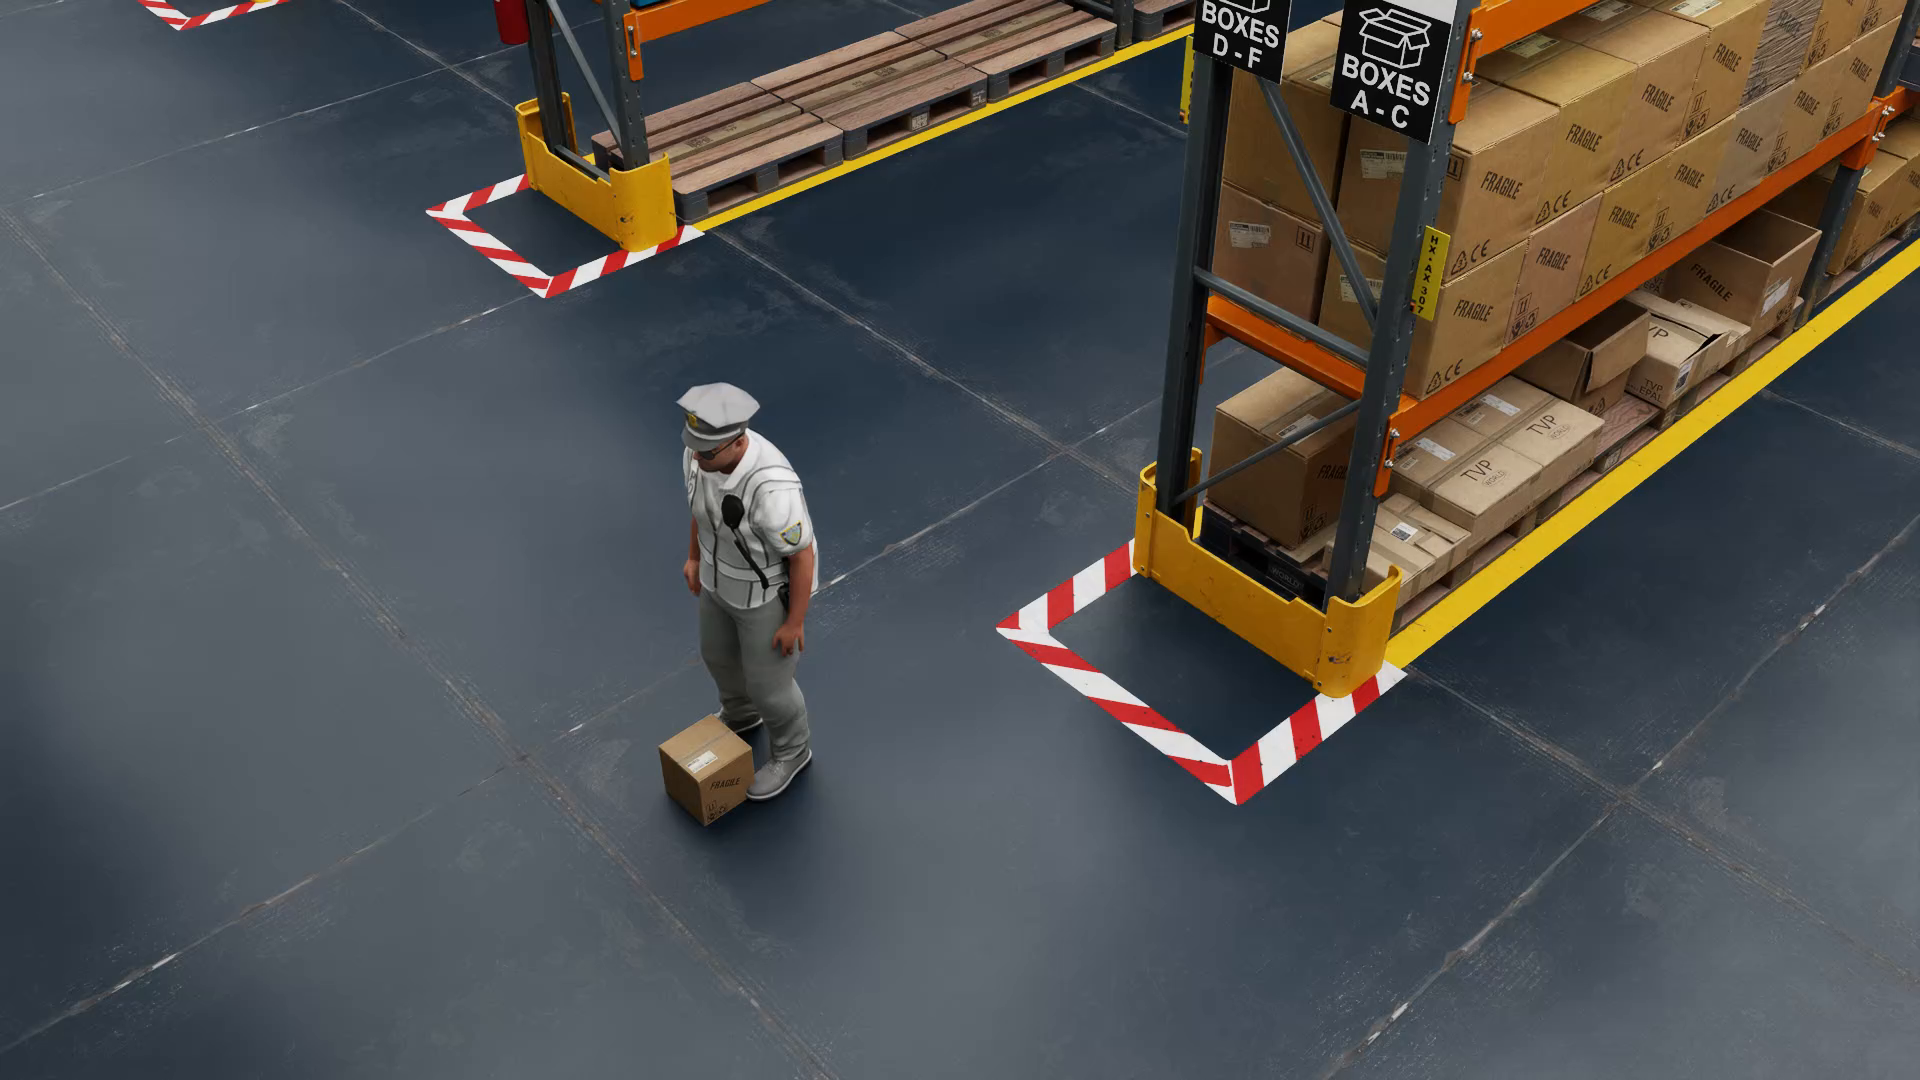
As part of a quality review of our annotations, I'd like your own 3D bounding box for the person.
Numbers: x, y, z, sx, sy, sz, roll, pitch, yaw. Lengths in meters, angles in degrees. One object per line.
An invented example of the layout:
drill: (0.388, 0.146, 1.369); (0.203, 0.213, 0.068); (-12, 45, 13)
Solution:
person: (-0.749, 0.161, 5.954); (0.605, 1.747, 0.436); (32, 49, 32)
